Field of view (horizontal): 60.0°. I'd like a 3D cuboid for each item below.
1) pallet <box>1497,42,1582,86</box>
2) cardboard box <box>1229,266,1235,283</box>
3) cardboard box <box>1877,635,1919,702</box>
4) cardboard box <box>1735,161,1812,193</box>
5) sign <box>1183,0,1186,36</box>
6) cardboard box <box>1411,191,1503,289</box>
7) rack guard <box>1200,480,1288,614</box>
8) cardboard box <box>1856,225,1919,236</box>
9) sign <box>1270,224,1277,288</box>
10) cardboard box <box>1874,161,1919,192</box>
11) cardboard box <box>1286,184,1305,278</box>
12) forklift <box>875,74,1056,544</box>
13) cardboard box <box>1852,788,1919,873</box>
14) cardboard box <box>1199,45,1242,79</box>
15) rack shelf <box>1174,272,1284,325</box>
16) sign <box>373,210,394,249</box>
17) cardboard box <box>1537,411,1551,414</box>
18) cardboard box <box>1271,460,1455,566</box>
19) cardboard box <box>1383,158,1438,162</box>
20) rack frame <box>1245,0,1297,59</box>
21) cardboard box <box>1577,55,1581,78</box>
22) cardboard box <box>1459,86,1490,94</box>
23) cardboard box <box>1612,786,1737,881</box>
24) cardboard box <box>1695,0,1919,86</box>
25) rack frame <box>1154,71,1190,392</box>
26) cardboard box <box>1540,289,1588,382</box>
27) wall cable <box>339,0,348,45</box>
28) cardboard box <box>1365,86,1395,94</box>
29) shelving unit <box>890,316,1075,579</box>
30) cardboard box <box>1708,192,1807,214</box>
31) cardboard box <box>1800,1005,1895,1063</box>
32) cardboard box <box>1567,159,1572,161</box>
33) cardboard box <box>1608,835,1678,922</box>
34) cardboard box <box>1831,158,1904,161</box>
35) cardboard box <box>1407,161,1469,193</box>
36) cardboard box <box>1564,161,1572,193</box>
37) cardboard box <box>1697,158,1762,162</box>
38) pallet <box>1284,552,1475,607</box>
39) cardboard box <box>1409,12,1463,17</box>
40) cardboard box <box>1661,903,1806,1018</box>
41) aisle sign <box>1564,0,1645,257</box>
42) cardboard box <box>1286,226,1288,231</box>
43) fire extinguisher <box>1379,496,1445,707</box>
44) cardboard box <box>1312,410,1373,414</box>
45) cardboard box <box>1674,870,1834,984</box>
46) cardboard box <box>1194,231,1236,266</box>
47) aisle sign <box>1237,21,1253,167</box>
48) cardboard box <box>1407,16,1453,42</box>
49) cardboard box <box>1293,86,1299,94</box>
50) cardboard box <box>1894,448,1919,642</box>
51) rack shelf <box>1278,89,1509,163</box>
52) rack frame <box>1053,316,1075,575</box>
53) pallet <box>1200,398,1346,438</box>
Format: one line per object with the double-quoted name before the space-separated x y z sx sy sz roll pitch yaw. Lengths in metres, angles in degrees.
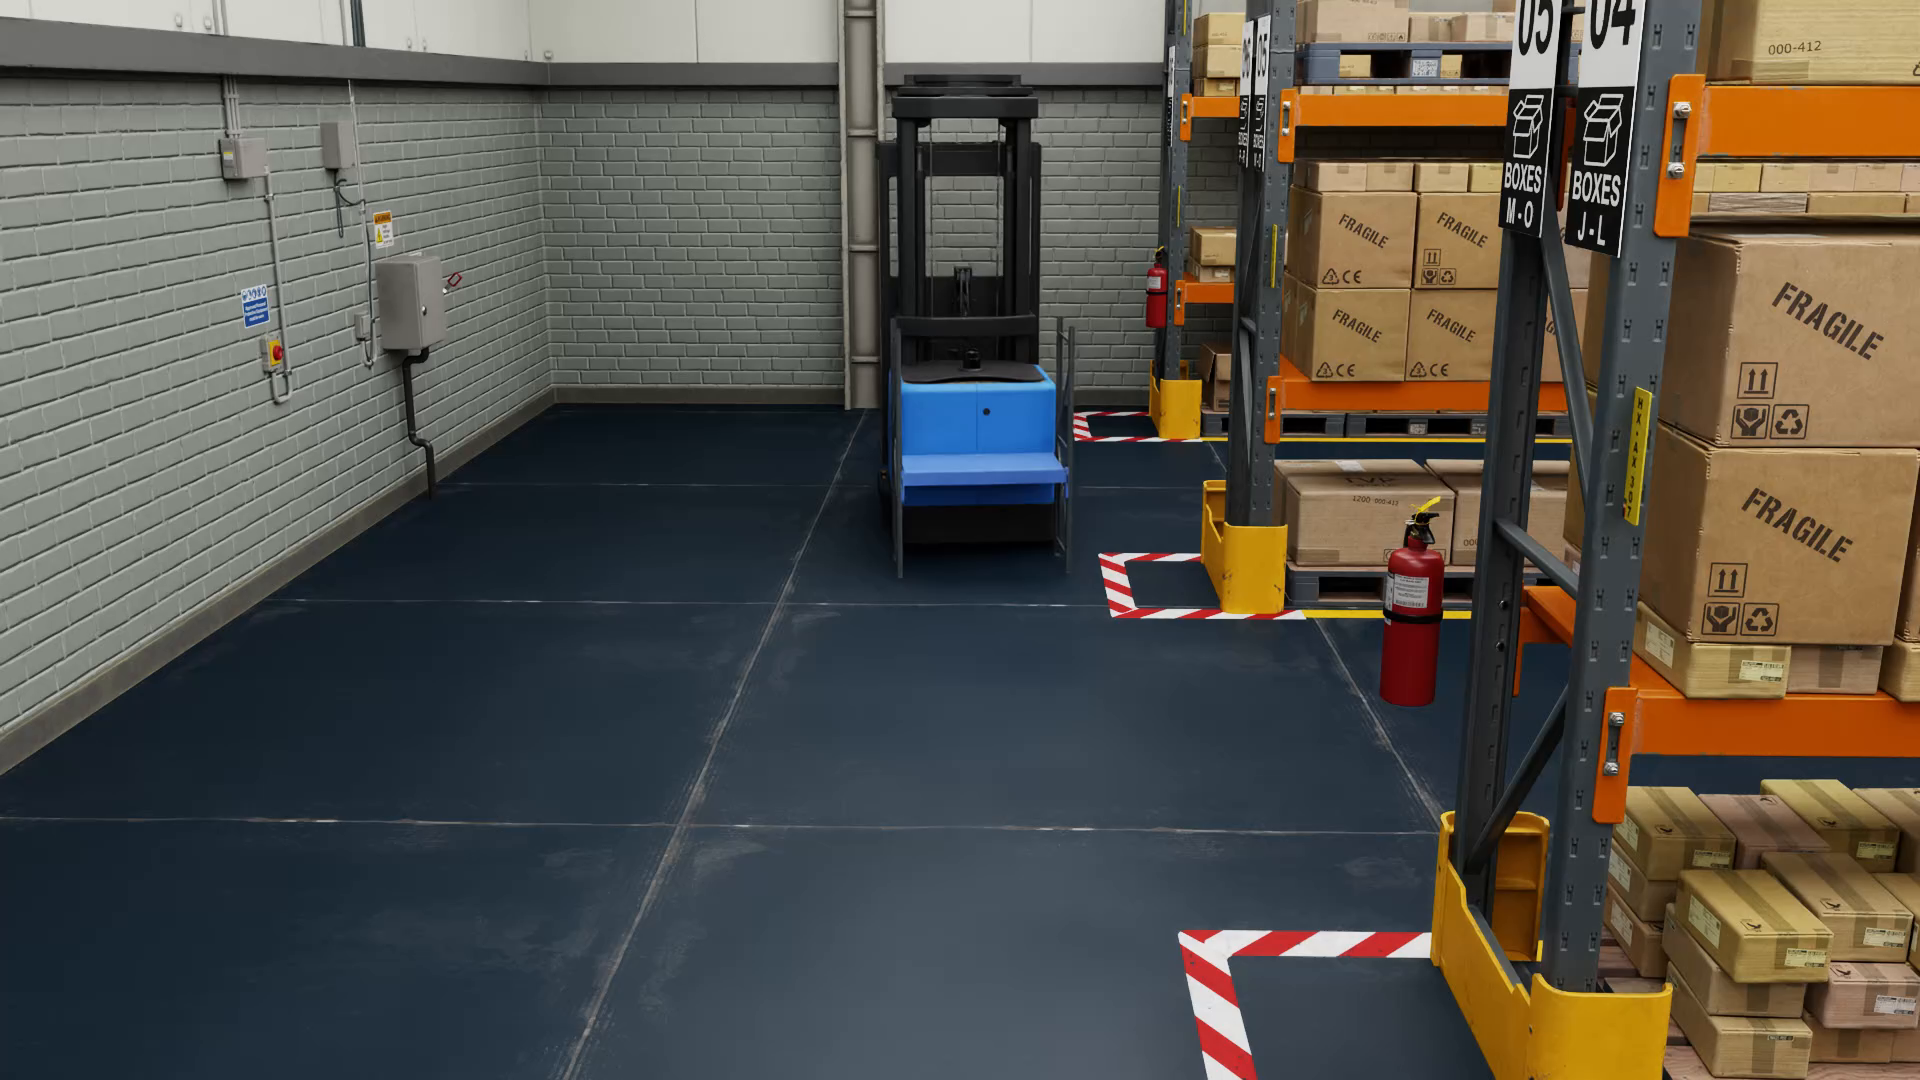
"pallet" 3.644 -2.584 9.048 1.213 0.211 1.003 0 15 1
"cardboard box" 2.379 -2.268 14.050 0.250 0.149 0.380 1 15 3
"cardboard box" 2.492 0.291 4.350 0.250 0.149 0.380 0 15 0
"cardboard box" 4.347 -1.949 8.920 0.250 0.149 0.380 0 15 1
"sign" 1.788 -4.186 13.234 0.005 0.325 0.100 0 15 1
"cardboard box" 2.668 -1.640 9.021 0.500 0.500 0.500 0 15 0
"rack guard" 1.655 0.023 9.774 0.348 0.500 1.175 0 15 1
"cardboard box" 2.600 -0.526 4.216 0.500 0.500 0.500 1 15 3
"sign" 1.659 -1.501 8.798 0.005 0.325 0.100 0 15 1
"cardboard box" 5.101 -1.956 8.945 0.250 0.149 0.380 1 15 3
"cardboard box" 2.167 -1.775 9.533 0.500 0.500 0.500 1 15 3
"forklift" -0.021 -1.717 11.601 1.130 2.935 3.031 -1 15 -5
"cardboard box" 2.959 0.907 5.121 0.250 0.149 0.380 0 15 -1
"cardboard box" 2.239 -3.901 13.576 0.500 0.250 0.500 0 15 1
"rack shelf" 3.802 -2.091 14.295 4.000 0.370 1.077 0 15 1
"sign" -3.967 -2.138 11.445 0.001 0.242 0.339 0 15 1
"cardboard box" 4.880 -1.238 14.188 0.258 0.266 0.396 1 15 3
"cardboard box" 2.341 -0.171 9.809 0.875 0.438 0.875 0 15 0
"cardboard box" 2.558 -2.104 9.509 0.250 0.149 0.380 0 15 1
"rack frame" 1.679 -4.087 8.690 0.127 3.000 1.000 0 15 1
"cardboard box" 4.792 -3.887 13.525 0.500 0.250 0.500 0 15 0
"cardboard box" 4.157 -3.700 13.597 0.250 0.149 0.380 1 15 2
"cardboard box" 2.189 0.904 5.134 0.250 0.149 0.380 1 15 2
"cardboard box" 2.096 -1.233 4.046 0.500 0.250 0.500 1 15 3
"rack frame" 1.802 -2.452 14.253 0.127 3.000 1.000 0 15 1
"cardboard box" 3.166 -1.154 9.137 0.500 0.500 0.500 0 15 1
"wall cable" -3.993 -4.244 9.285 0.029 3.000 2.355 0 15 1
"cardboard box" 3.391 -3.705 13.614 0.250 0.149 0.380 0 15 1
"shelving unit" 0.125 -0.566 10.046 1.048 1.500 0.538 -1 15 -5
"cardboard box" 4.183 -1.631 8.984 0.500 0.500 0.500 1 15 2
"cardboard box" 2.433 1.318 4.728 0.250 0.149 0.380 0 15 1
"cardboard box" 3.320 -2.086 9.438 0.250 0.149 0.380 1 15 3
"cardboard box" 2.189 1.039 5.203 0.250 0.149 0.380 0 15 0
"cardboard box" 5.112 -2.071 9.383 0.250 0.149 0.380 1 15 2
"cardboard box" 2.548 -1.944 8.901 0.250 0.149 0.380 1 15 3
"cardboard box" 3.324 -1.946 8.909 0.250 0.149 0.380 1 15 2
"cardboard box" 4.344 -2.088 9.448 0.250 0.149 0.380 0 15 0
"pallet" 2.480 0.148 9.867 1.213 0.211 1.003 0 15 1
"cardboard box" 3.760 -4.140 13.501 0.500 0.250 0.500 1 15 3
"cardboard box" 2.171 1.178 4.679 0.250 0.149 0.380 1 15 4
"aisle sign" 1.573 -1.104 4.048 0.004 0.787 0.394 0 15 1
"cardboard box" 2.784 -2.584 14.465 0.500 0.250 0.500 0 15 2
"fire extinguisher" 1.414 0.175 5.178 0.183 0.674 0.296 0 15 1
"cardboard box" 3.265 -1.403 14.353 0.500 0.500 0.700 1 15 4
"cardboard box" 2.169 1.055 4.561 0.250 0.149 0.380 0 15 -1
"cardboard box" 2.249 -2.451 13.962 0.500 0.250 0.500 0 15 2
"aisle sign" 1.615 -2.522 9.425 0.004 0.787 0.394 0 15 1
"cardboard box" 2.552 -2.804 9.181 0.250 0.149 0.380 -1 15 -3
"cardboard box" 2.634 -3.718 13.666 0.250 0.149 0.380 0 15 2
"cardboard box" 2.631 -0.045 4.350 0.500 0.500 0.500 0 15 2
"rack shelf" 3.679 -2.275 9.115 4.000 0.370 1.077 0 15 1
"rack frame" 0.631 -0.579 10.093 0.032 1.500 0.500 -1 15 -5
"pallet" 2.675 -1.098 14.588 1.213 0.211 1.003 0 15 1
